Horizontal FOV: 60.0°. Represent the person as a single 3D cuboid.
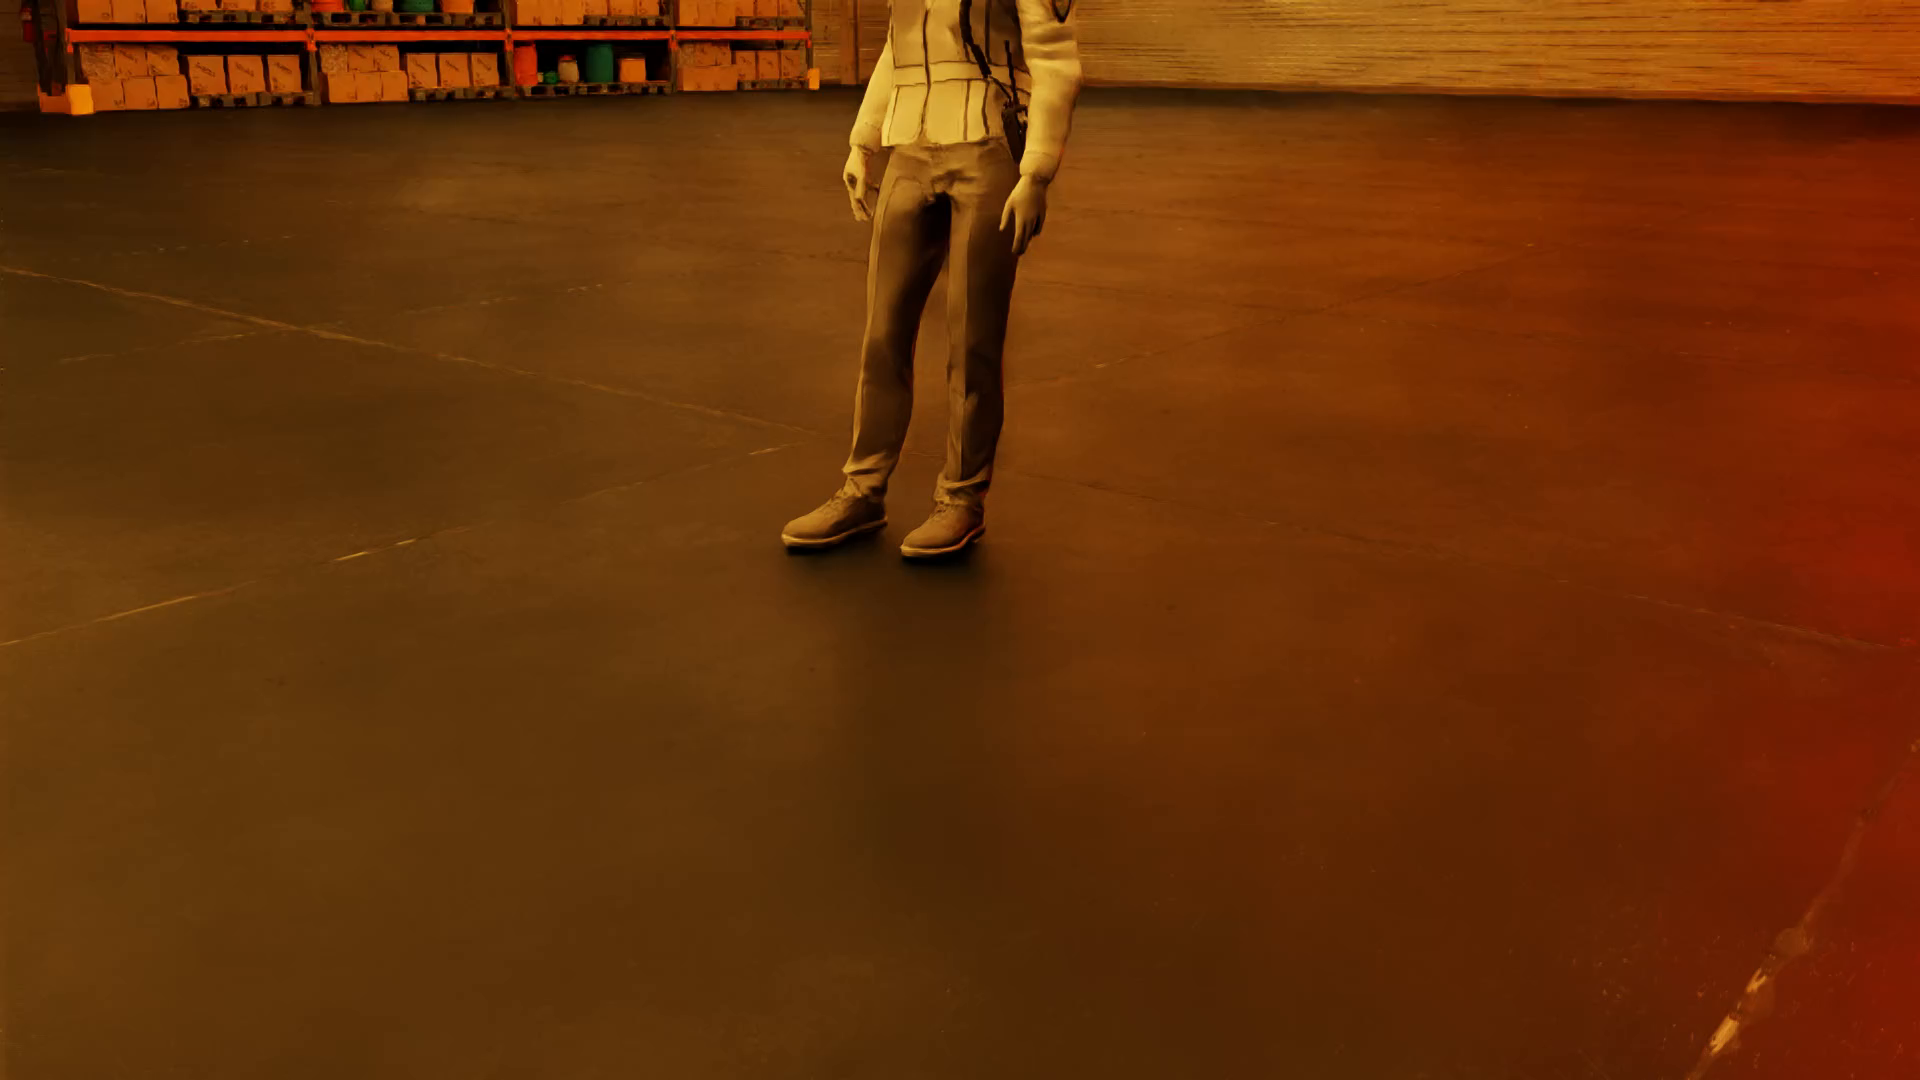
[{"bbox_3d":[-0.049,-0.804,3.648,0.586,1.695,0.533,13,21,37],"label":"person"}]
